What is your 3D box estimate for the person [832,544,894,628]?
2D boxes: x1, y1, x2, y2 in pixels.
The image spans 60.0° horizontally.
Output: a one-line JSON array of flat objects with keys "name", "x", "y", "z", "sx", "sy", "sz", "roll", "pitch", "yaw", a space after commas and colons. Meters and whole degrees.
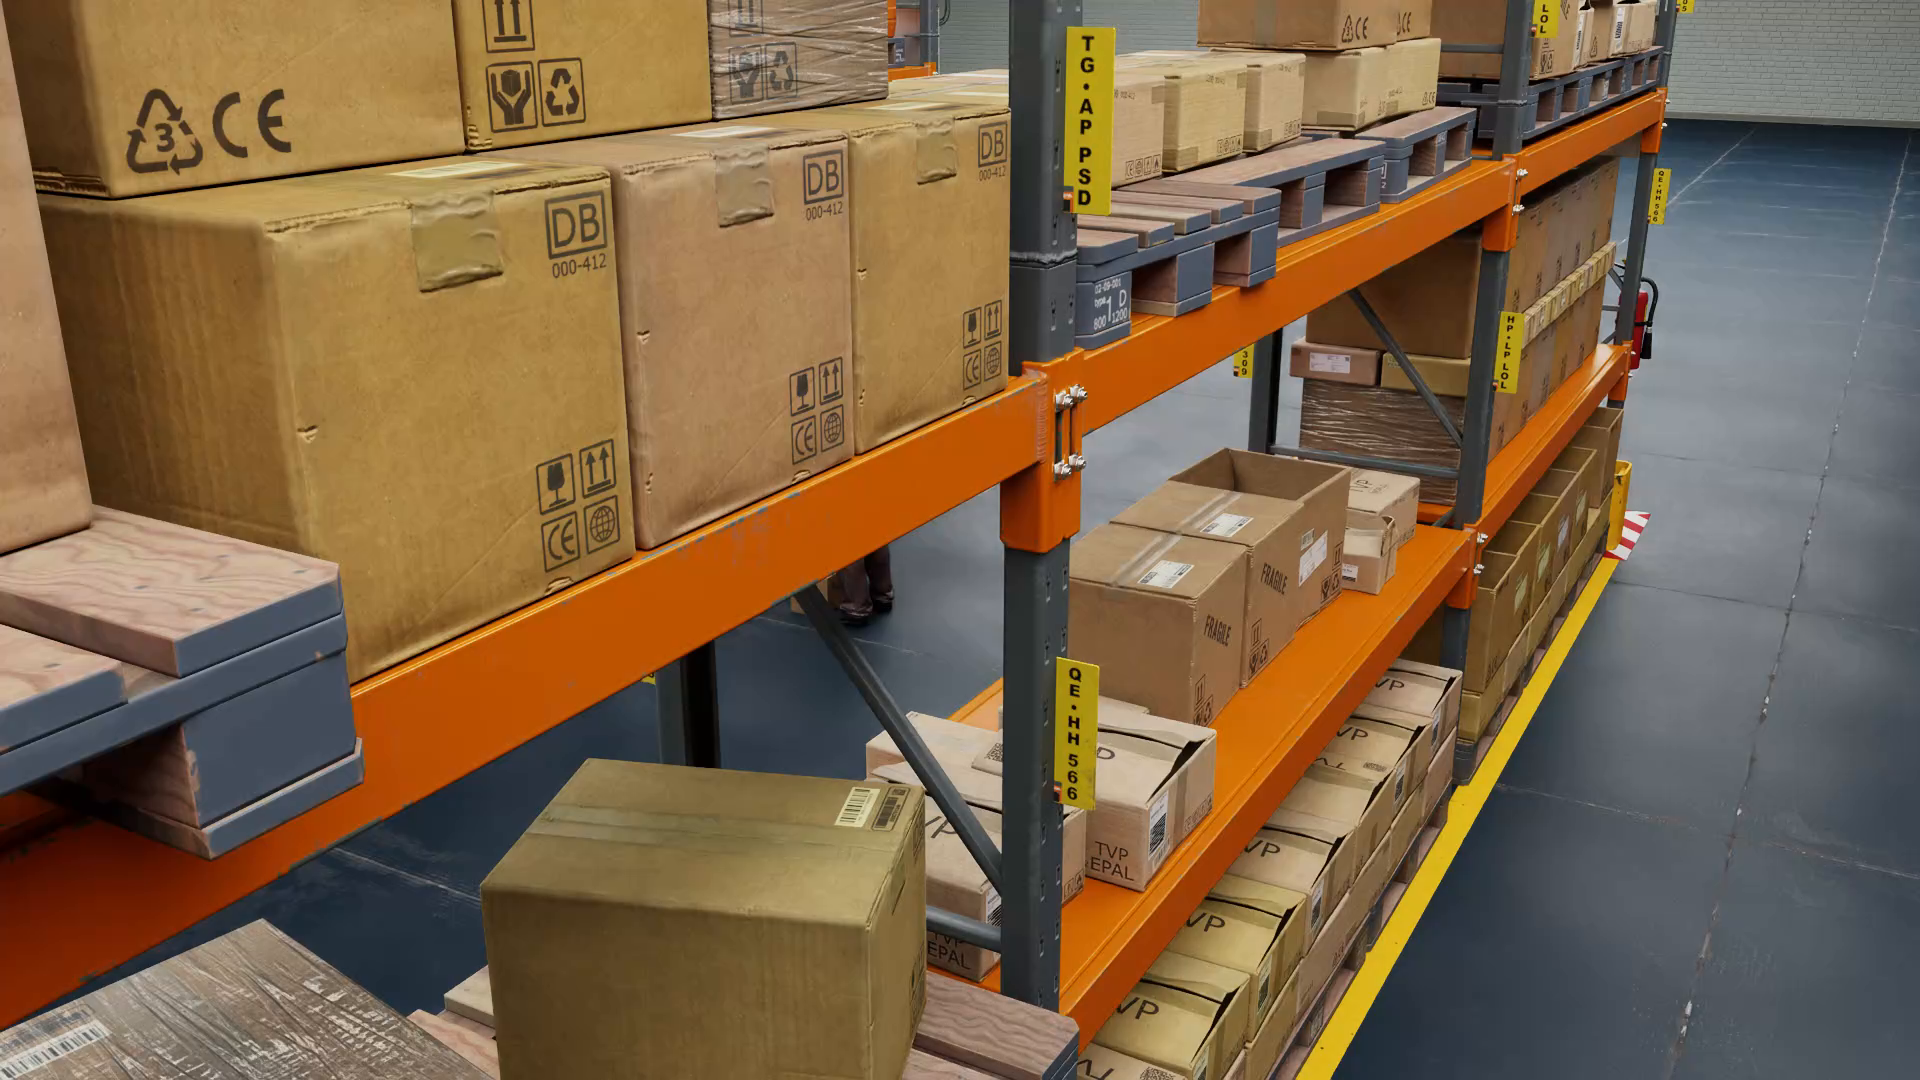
[{"name": "person", "x": -0.555, "y": -0.371, "z": 9.165, "sx": 0.426, "sy": 1.720, "sz": 0.593, "roll": 9, "pitch": 21, "yaw": 24}]
